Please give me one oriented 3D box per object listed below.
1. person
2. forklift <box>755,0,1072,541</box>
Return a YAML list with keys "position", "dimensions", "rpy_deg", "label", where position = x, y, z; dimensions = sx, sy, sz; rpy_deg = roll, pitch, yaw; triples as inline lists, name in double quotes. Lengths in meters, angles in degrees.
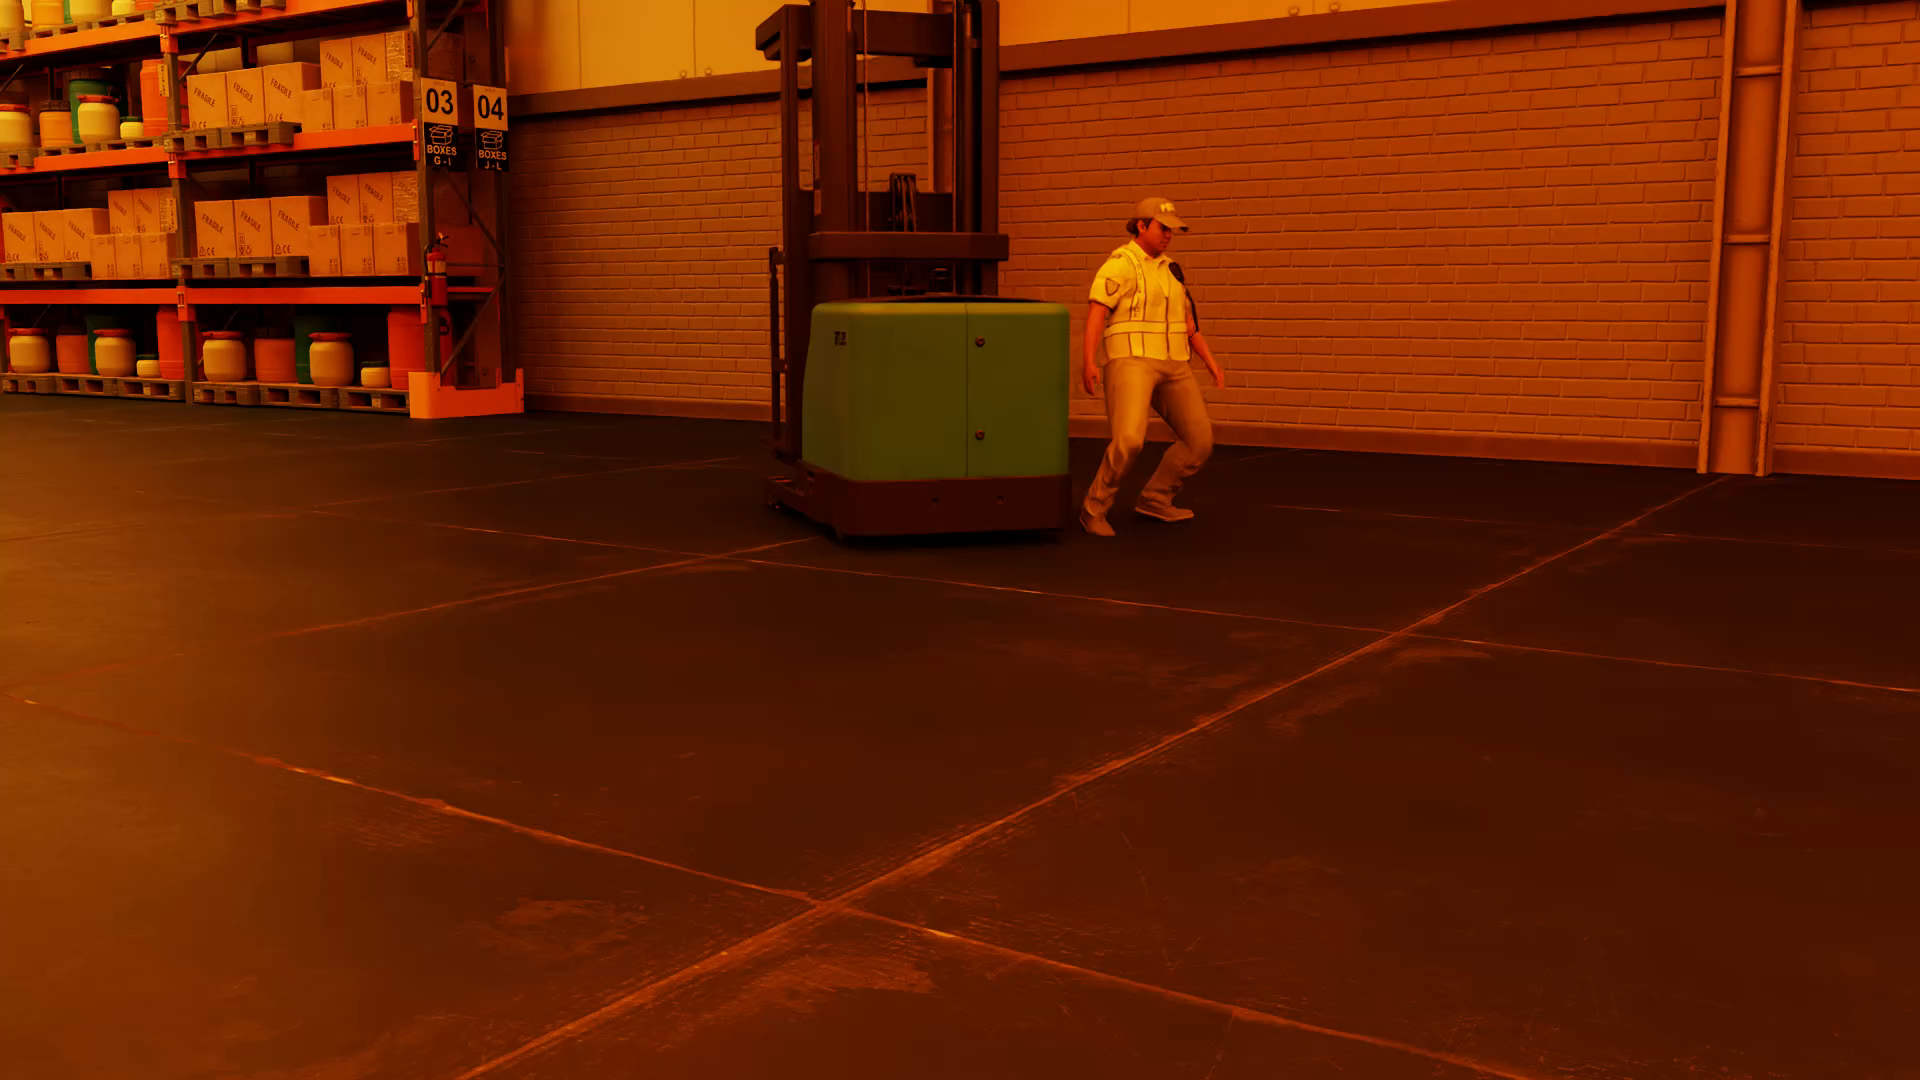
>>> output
- position: [0.884, -0.818, 7.930]
  dimensions: [0.783, 1.614, 0.486]
  rpy_deg: [-5, 10, -32]
  label: "person"
- position: [-0.422, -1.618, 8.568]
  dimensions: [1.130, 2.935, 3.031]
  rpy_deg: [-3, 8, -17]
  label: "forklift"
